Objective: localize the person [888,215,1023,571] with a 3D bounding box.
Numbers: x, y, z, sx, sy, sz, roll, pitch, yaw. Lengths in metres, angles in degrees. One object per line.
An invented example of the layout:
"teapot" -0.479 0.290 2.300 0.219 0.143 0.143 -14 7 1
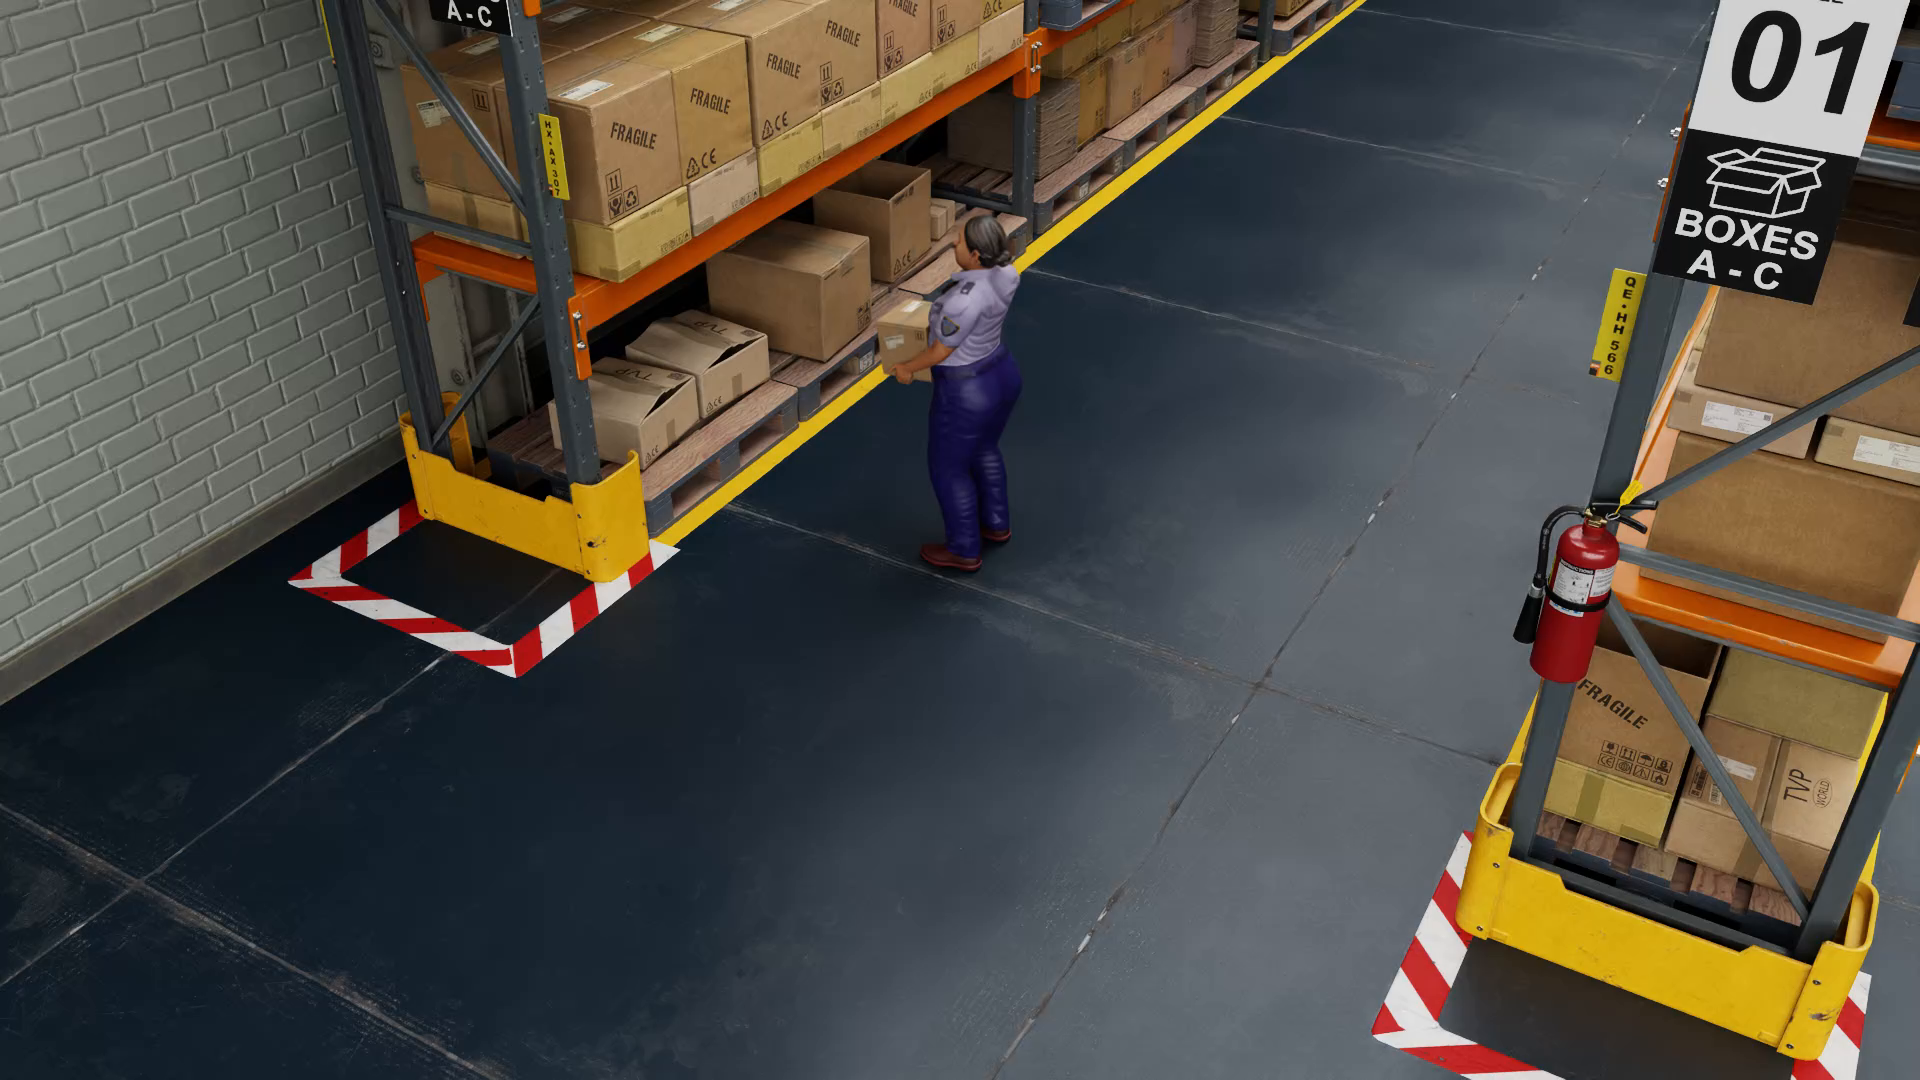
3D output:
"person" -0.018 -0.655 7.126 0.517 1.637 0.453 19 39 25
